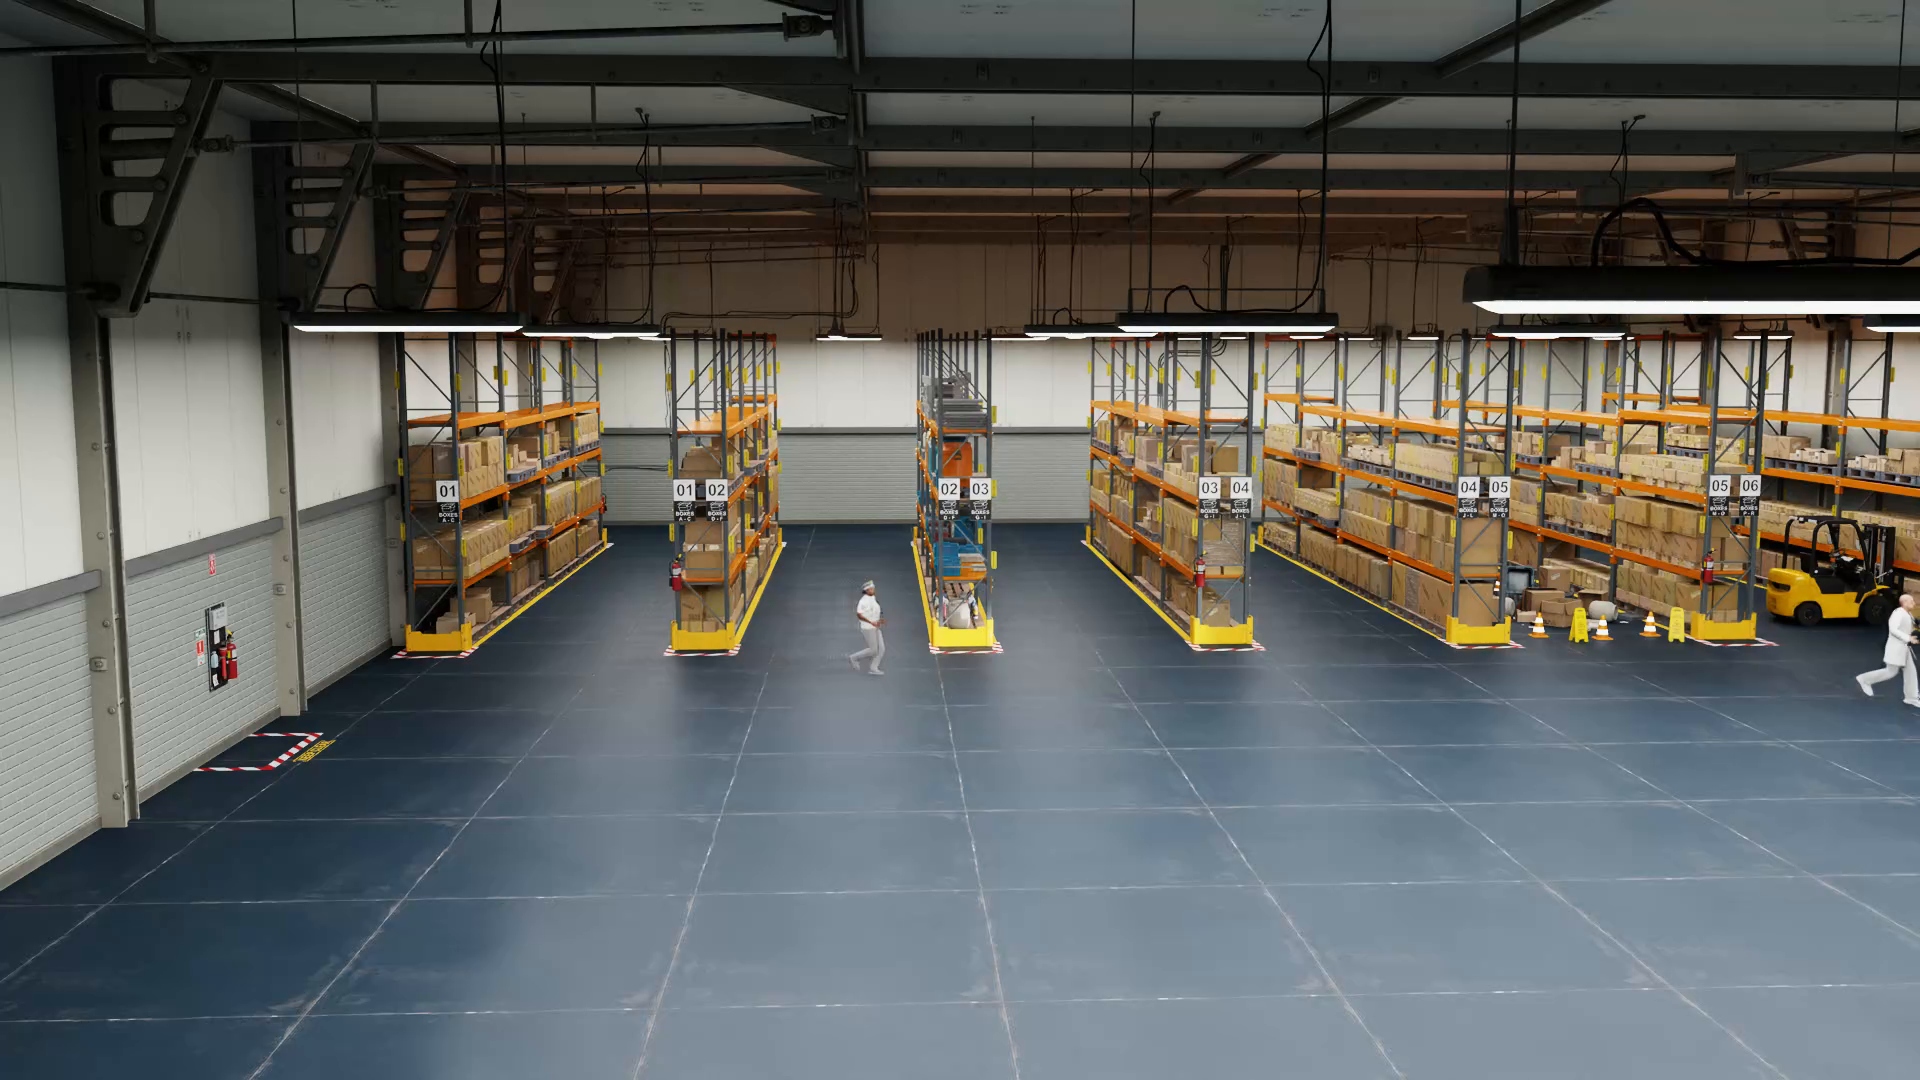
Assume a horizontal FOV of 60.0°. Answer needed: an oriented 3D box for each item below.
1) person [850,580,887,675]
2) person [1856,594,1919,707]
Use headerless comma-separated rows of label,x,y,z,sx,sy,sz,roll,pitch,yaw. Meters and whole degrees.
person,-1.588,1.511,28.820,0.595,1.651,0.575,3,7,21
person,14.887,1.737,26.445,1.076,1.774,0.734,6,9,42
